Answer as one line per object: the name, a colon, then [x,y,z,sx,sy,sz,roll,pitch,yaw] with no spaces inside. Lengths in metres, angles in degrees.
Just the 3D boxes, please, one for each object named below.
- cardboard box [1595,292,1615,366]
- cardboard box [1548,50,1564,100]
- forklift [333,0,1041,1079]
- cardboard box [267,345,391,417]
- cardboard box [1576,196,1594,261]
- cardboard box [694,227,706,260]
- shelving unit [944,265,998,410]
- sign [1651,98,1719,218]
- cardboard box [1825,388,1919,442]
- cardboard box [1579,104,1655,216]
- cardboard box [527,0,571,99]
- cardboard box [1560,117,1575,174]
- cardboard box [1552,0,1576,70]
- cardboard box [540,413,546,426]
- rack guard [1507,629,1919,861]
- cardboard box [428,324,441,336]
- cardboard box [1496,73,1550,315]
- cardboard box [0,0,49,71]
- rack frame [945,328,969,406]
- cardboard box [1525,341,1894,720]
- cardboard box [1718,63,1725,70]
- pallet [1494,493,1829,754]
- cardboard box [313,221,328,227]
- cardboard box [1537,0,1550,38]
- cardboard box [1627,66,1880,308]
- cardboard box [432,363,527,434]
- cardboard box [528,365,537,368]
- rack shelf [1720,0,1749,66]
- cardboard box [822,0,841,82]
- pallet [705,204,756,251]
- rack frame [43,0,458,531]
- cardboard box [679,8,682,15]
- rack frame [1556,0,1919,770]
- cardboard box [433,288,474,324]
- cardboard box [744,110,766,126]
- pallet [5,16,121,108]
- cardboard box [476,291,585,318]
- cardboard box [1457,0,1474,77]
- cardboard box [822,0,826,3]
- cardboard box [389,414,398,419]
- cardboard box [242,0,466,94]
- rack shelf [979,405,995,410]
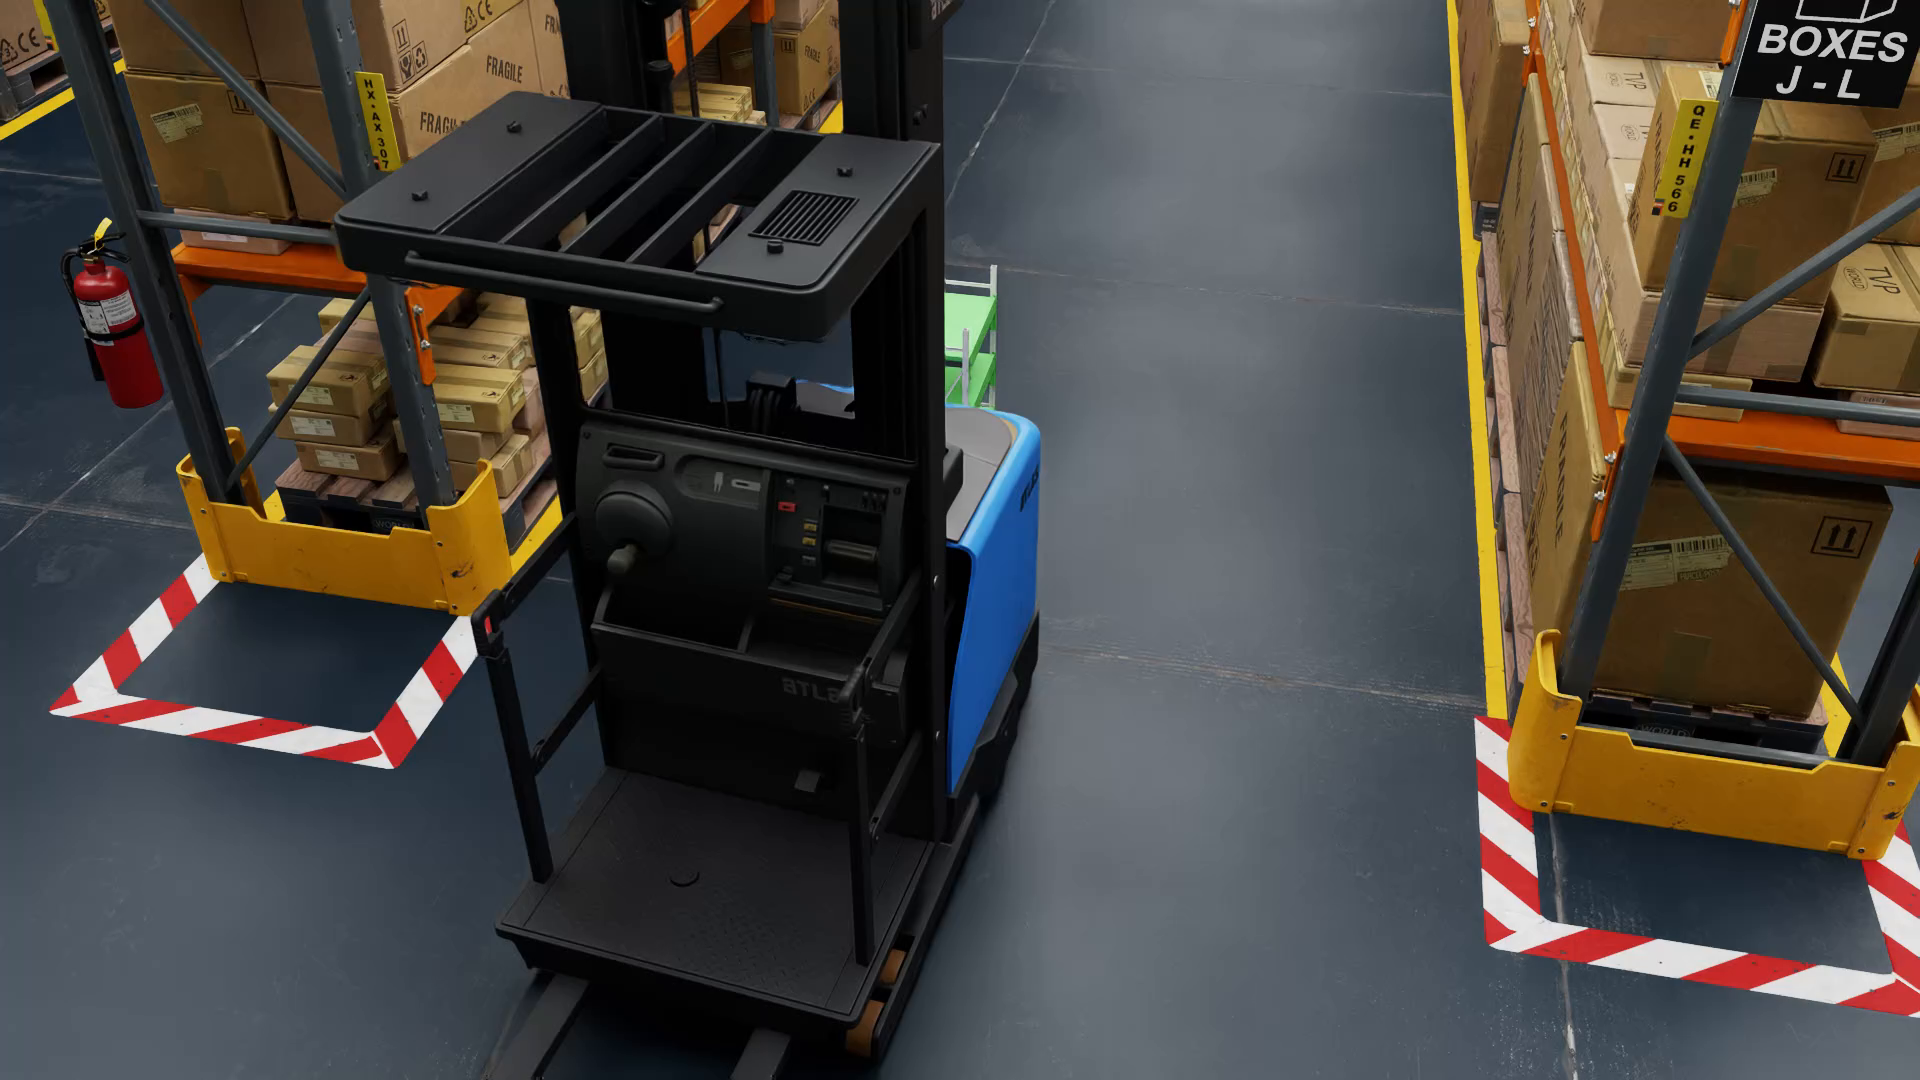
cardboard box: [2.252,-0.657,5.314,0.380,0.149,0.250,8,37,10]
cardboard box: [2.744,-1.975,7.133,0.380,0.149,0.250,6,36,9]
forklift: [-0.650,0.014,4.233,1.130,2.935,3.031,11,37,14]
cardboard box: [-2.515,-0.635,6.635,0.380,0.149,0.250,8,37,11]
cardboard box: [2.415,-1.093,5.916,0.380,0.149,0.250,7,36,9]
cardboard box: [-1.498,-1.491,8.323,0.380,0.149,0.250,7,37,10]
shelving unit: [-0.035,-0.391,6.267,0.258,1.200,0.503,7,37,10]
sign: [1.916,-1.005,4.391,0.100,0.325,0.005,7,37,10]
cardboard box: [2.842,-0.424,4.993,0.380,0.149,0.250,8,37,10]
cardboard box: [2.505,-1.317,5.886,0.500,0.250,0.500,6,36,8]
cardboard box: [-1.808,-2.016,6.637,0.500,0.500,0.500,8,37,11]
cardboard box: [2.578,-1.534,6.524,0.380,0.149,0.250,6,36,9]
cardboard box: [2.831,-2.196,7.098,0.500,0.250,0.500,7,37,10]
cardboard box: [-1.933,-0.623,7.125,0.380,0.149,0.250,8,37,10]
rack guard: [2.438,0.662,5.411,1.175,0.500,0.348,7,37,10]
cardboard box: [-2.437,-0.816,7.138,0.380,0.149,0.250,6,36,8]
cardboard box: [3.079,-1.598,7.852,0.875,0.875,0.875,7,37,10]
cardboard box: [-6.329,-3.574,10.578,0.875,0.875,0.875,8,37,11]
rack frame: [-0.087,-0.251,6.074,0.240,1.200,0.015,7,37,10]
cardboard box: [2.502,-0.050,5.716,0.875,0.875,0.875,7,37,10]
cardboard box: [3.243,-1.841,6.609,0.500,0.250,0.500,8,37,11]
pallet: [2.538,0.297,6.160,1.003,0.211,1.213,7,37,10]
cardboard box: [-2.497,-1.302,6.204,0.380,0.149,0.250,7,37,10]
cardboard box: [2.910,-2.427,7.757,0.380,0.149,0.250,7,37,10]
cardboard box: [2.291,-1.039,4.863,0.500,0.500,0.500,8,37,11]
cardboard box: [-1.937,-0.558,6.528,0.380,0.149,0.250,6,36,8]
cardboard box: [-1.938,-0.749,7.046,0.380,0.149,0.250,8,37,11]
rack shelf: [2.871,-2.434,5.609,1.077,0.370,4.000,7,37,10]
cardboard box: [-0.998,-3.188,10.365,0.500,0.500,0.500,9,37,12]
pallet: [-1.635,-1.818,9.079,1.003,0.211,1.213,7,37,10]
rack frame: [-2.380,-1.043,5.634,1.000,3.000,0.127,7,37,10]
cardboard box: [-1.544,-2.596,7.989,0.380,0.149,0.250,6,36,9]
rack frame: [2.444,-0.364,4.696,1.000,3.000,0.127,7,37,10]
cardboard box: [-2.357,-1.077,7.245,0.380,0.149,0.250,6,36,8]
cardboard box: [-1.283,-2.252,9.120,0.380,0.149,0.250,8,37,11]
pallet: [-6.292,-3.222,11.016,1.003,0.211,1.213,7,37,10]
cardboard box: [-1.844,-1.012,7.155,0.380,0.149,0.250,6,36,8]
cardboard box: [3.787,-3.357,10.278,1.225,0.875,0.875,7,37,10]
cardboard box: [-0.999,-3.494,10.148,0.500,0.250,0.500,8,37,11]
cardboard box: [-2.516,-0.547,7.020,0.380,0.149,0.250,8,37,11]
cardboard box: [-2.025,-1.833,5.533,0.500,0.500,0.500,7,37,10]
rack shelf: [-0.035,-0.339,6.304,0.258,0.148,0.480,7,37,10]
